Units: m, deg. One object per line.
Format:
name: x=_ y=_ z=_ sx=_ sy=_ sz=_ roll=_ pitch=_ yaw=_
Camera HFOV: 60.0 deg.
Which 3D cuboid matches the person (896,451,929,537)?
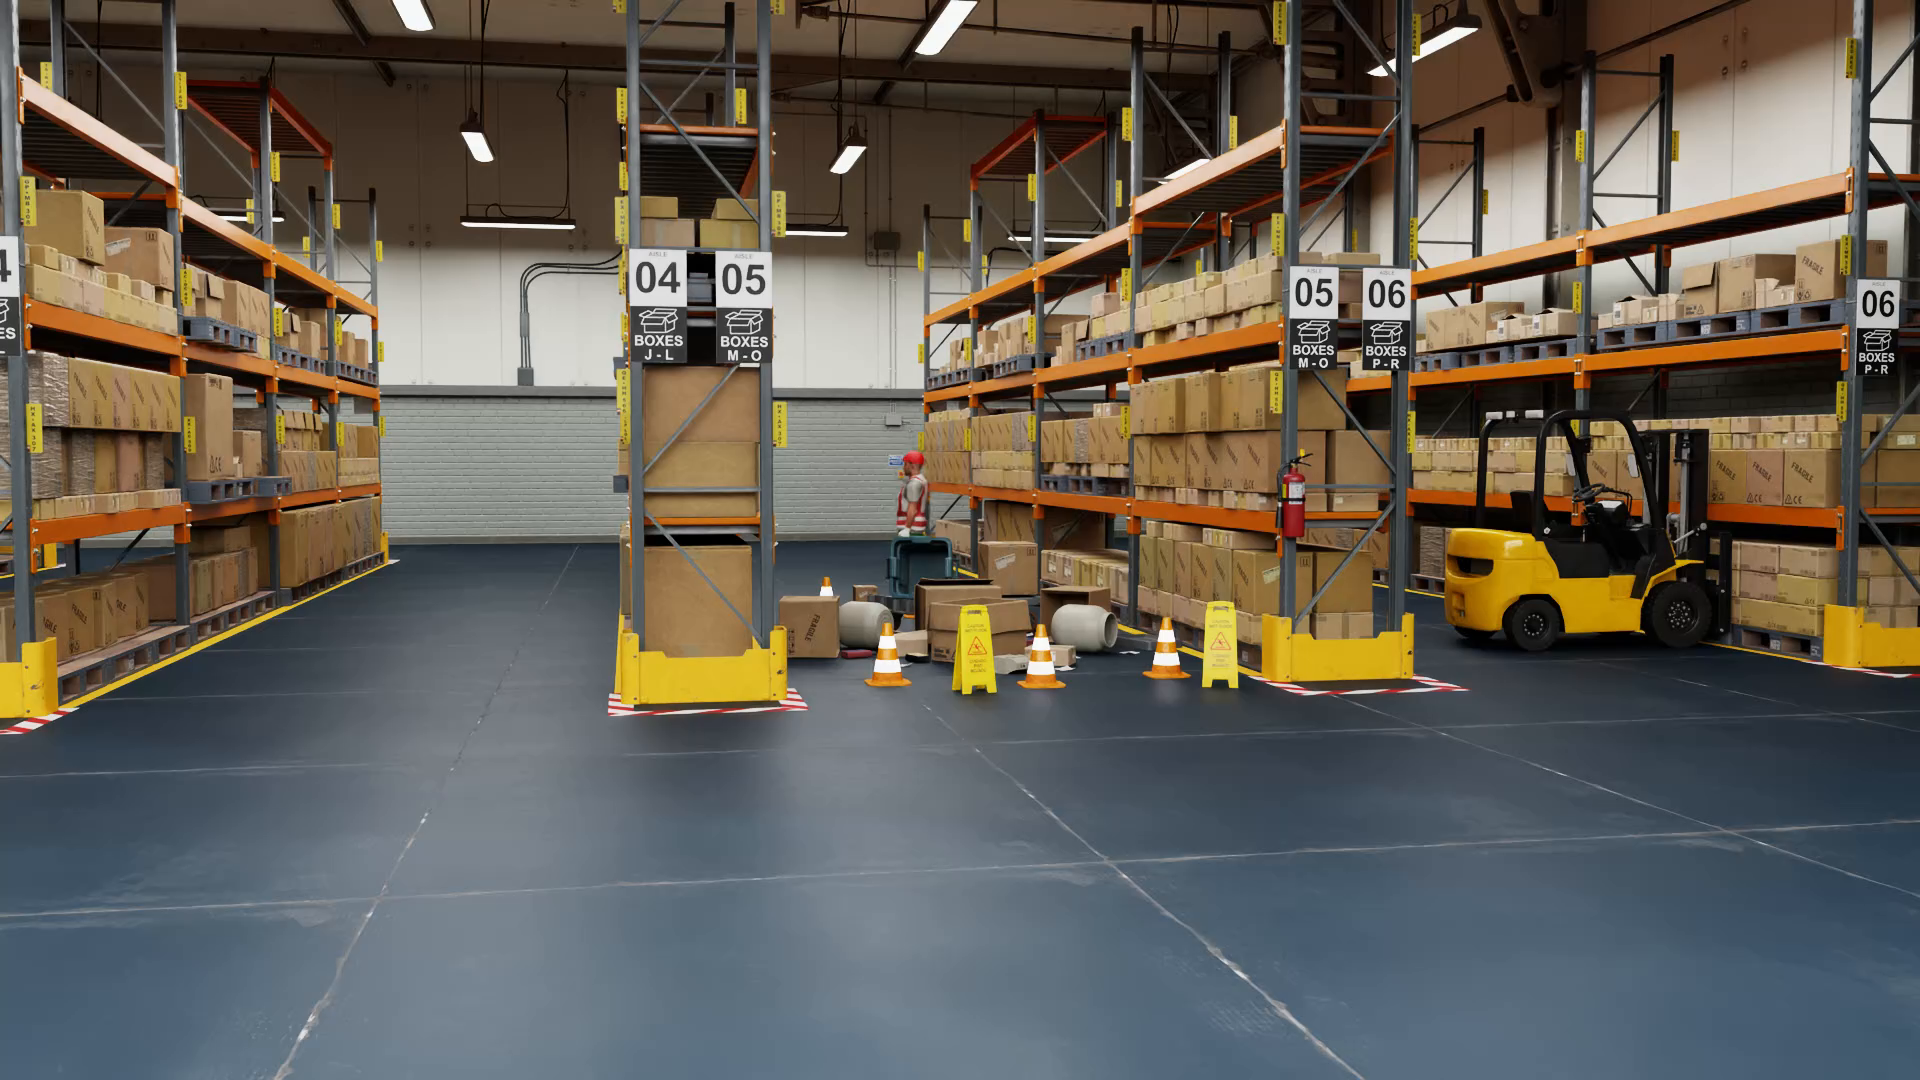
person: x=-0.602 y=-0.062 z=18.313 sx=0.480 sy=1.838 sz=0.581 roll=1 pitch=3 yaw=10
